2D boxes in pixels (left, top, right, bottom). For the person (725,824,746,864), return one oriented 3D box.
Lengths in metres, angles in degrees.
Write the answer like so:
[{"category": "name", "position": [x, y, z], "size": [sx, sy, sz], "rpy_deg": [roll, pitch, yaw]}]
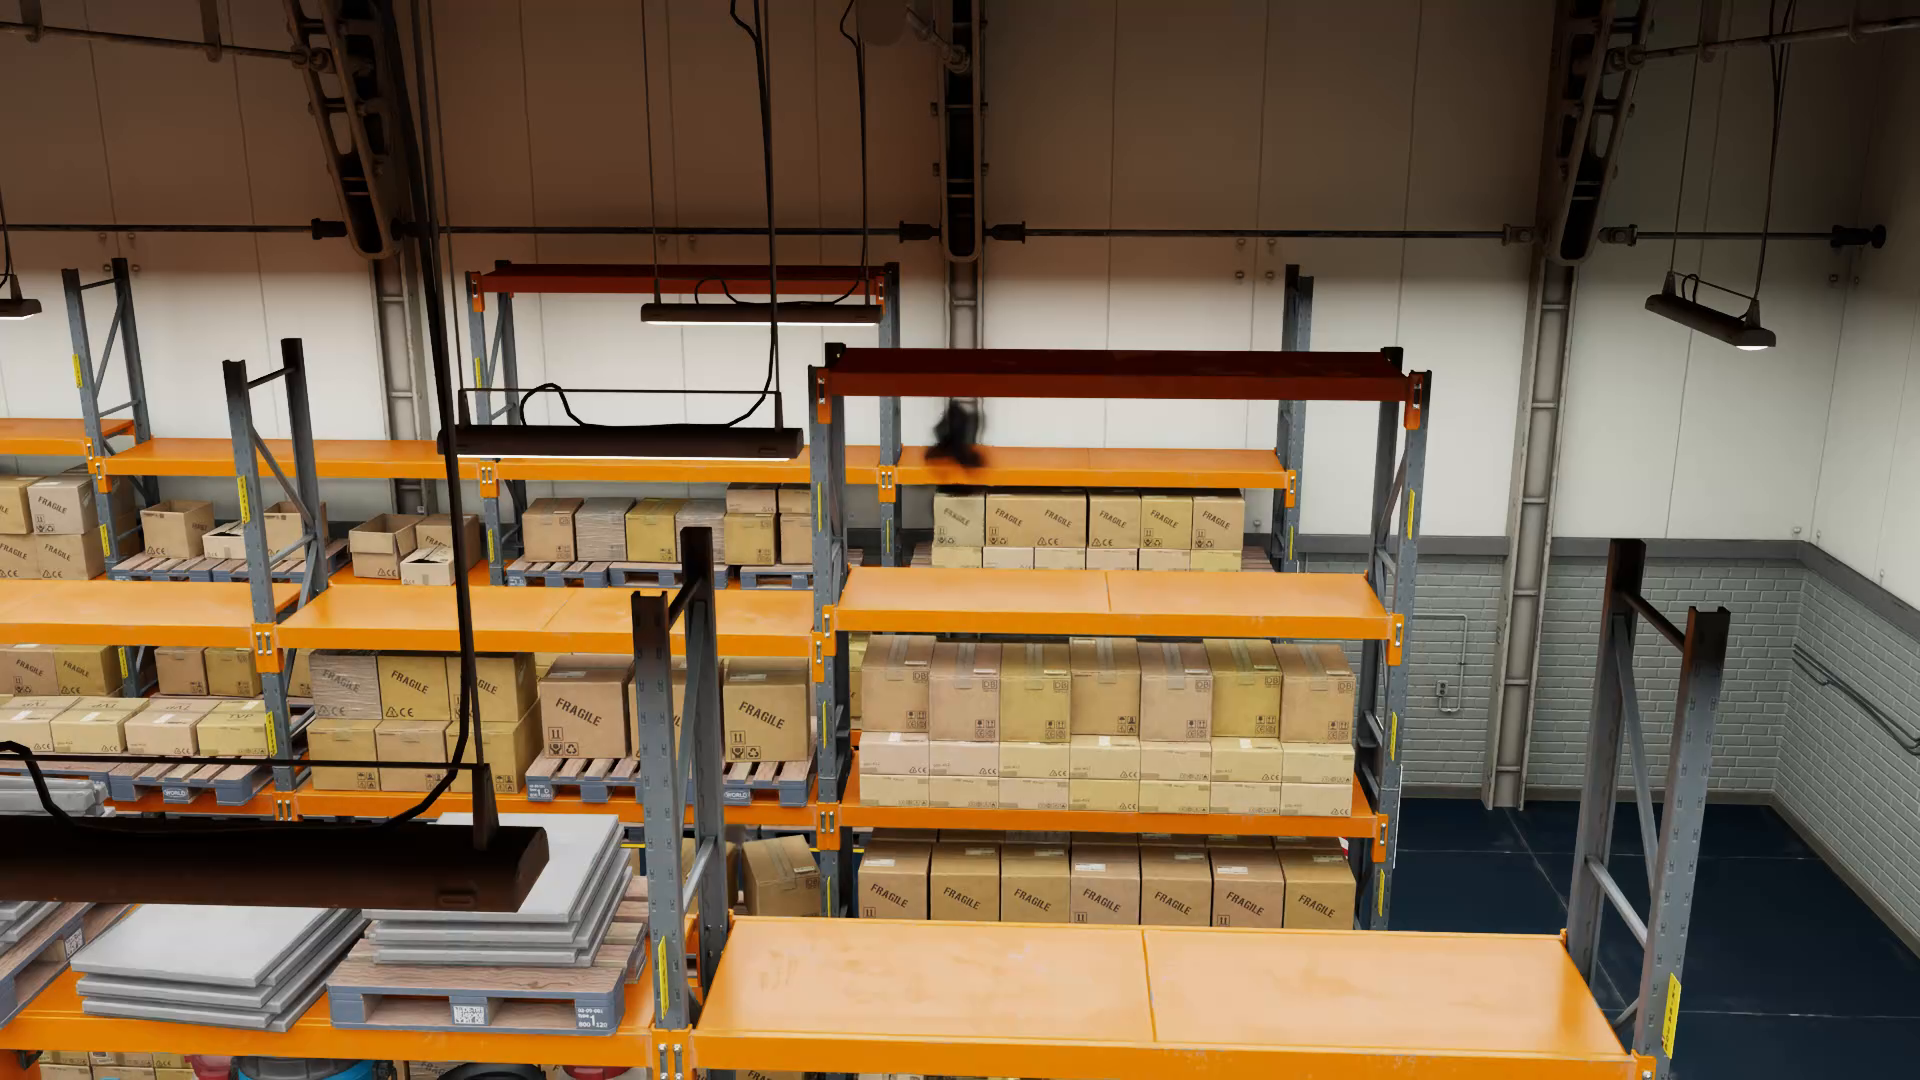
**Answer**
[{"category": "person", "position": [-2.105, 2.601, 15.593], "size": [0.779, 1.718, 0.608], "rpy_deg": [0, 16, 1]}]
